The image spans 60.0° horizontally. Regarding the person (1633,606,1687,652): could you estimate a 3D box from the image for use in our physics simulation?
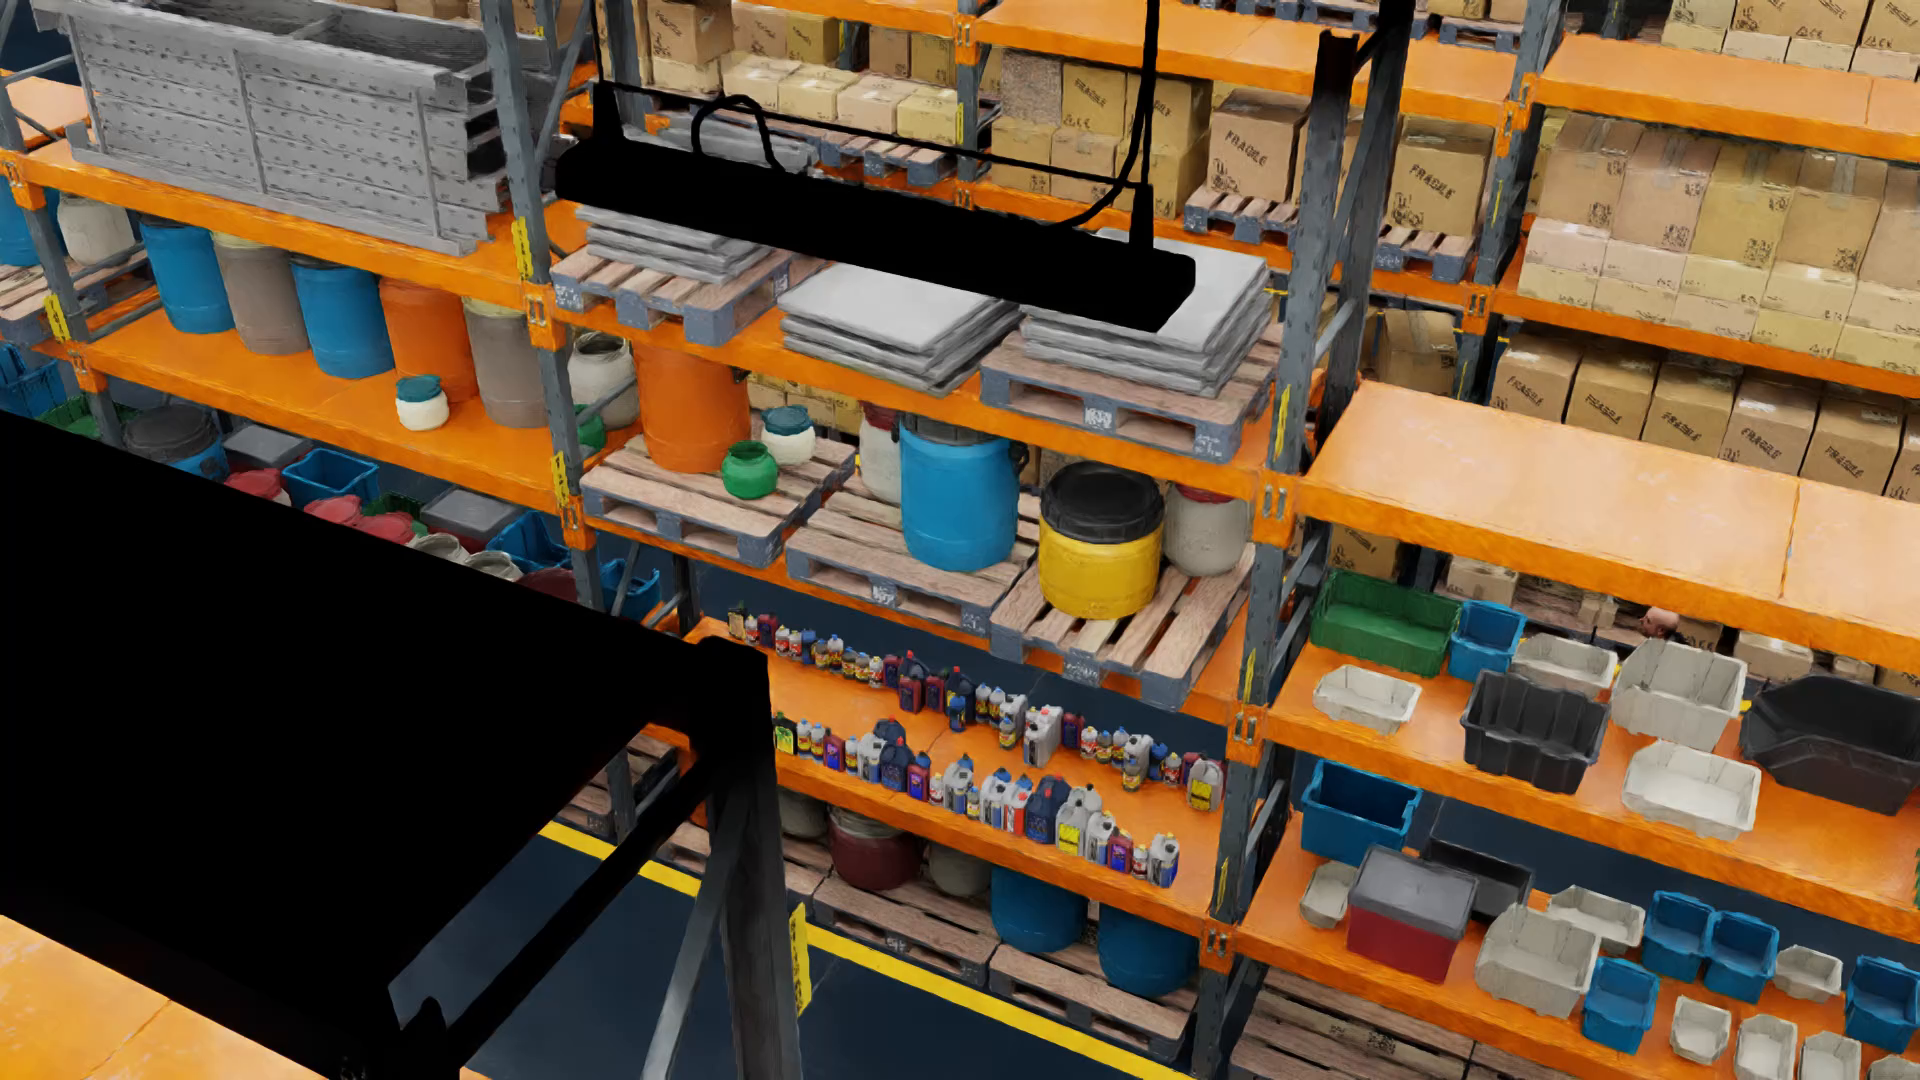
[{"bbox_3d":[4.429,1.136,10.801,1.029,1.673,0.555,16,38,21],"label":"person"}]
